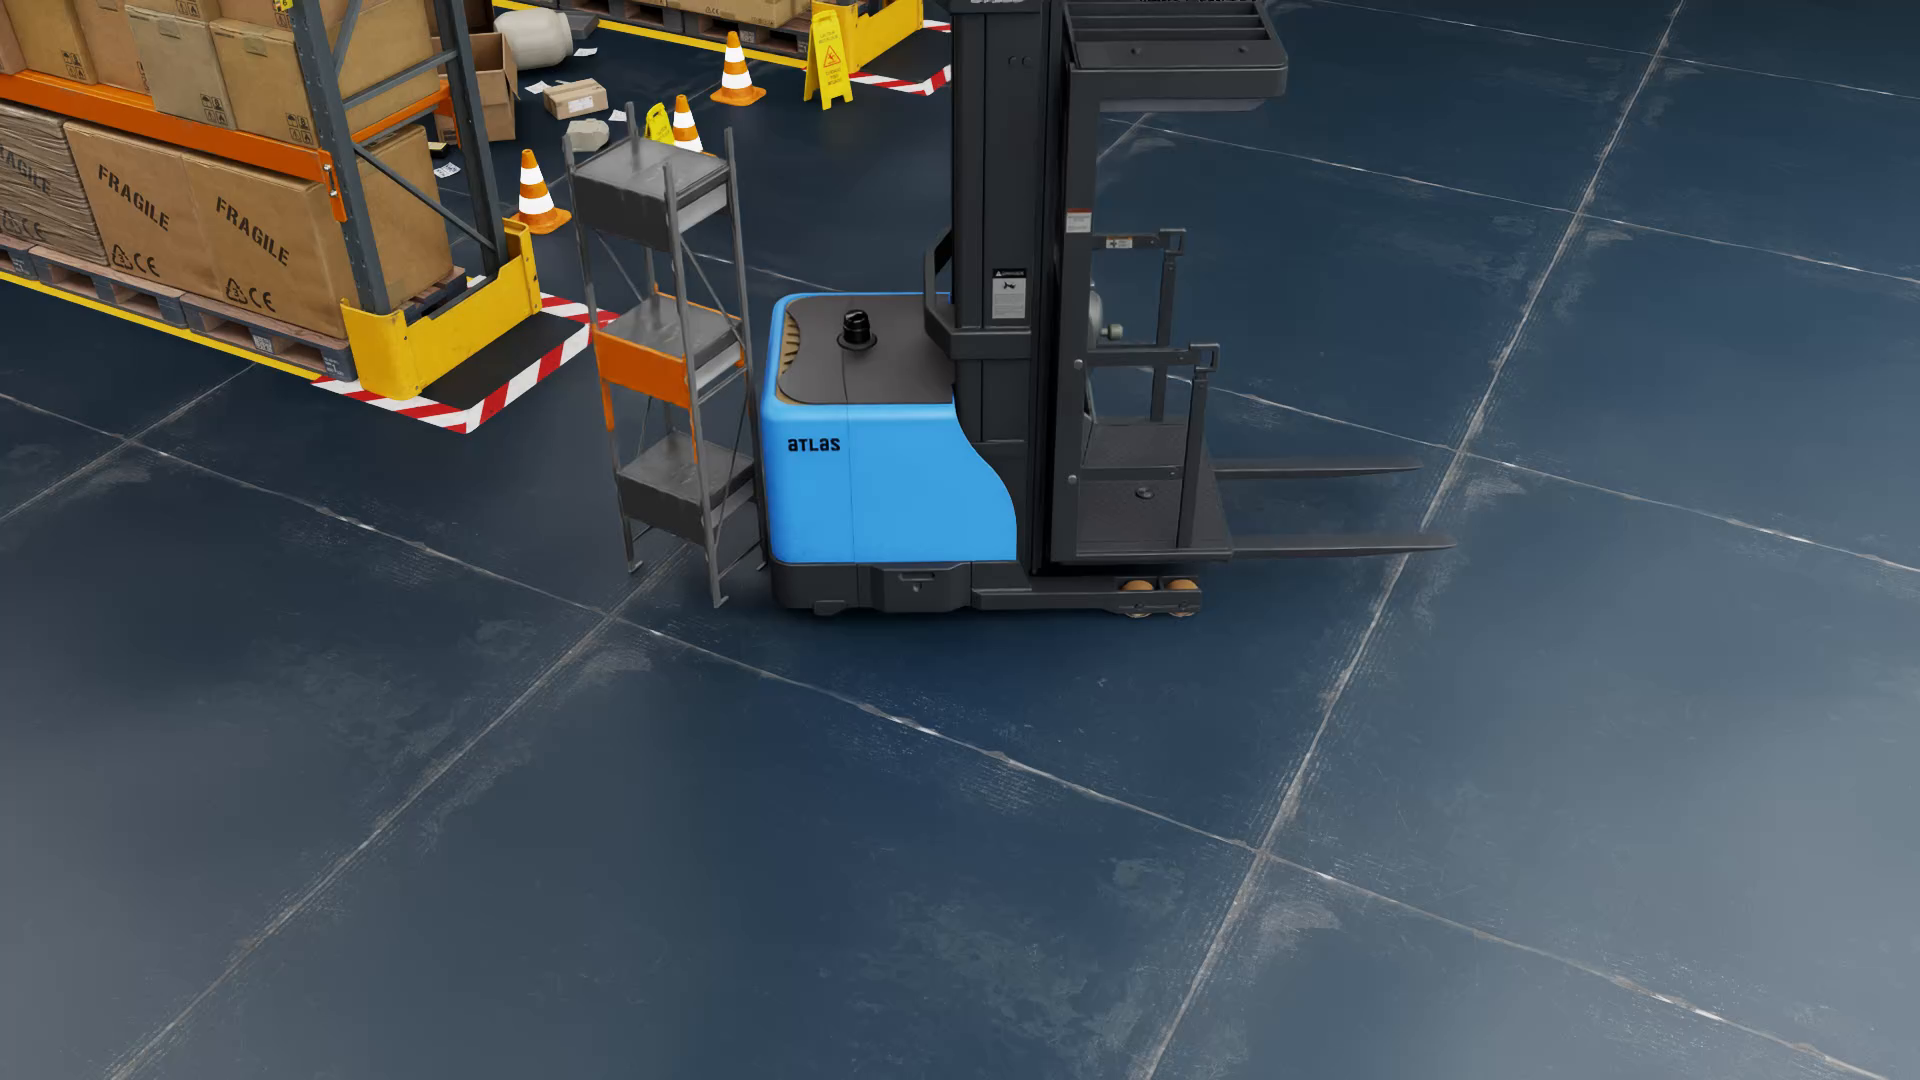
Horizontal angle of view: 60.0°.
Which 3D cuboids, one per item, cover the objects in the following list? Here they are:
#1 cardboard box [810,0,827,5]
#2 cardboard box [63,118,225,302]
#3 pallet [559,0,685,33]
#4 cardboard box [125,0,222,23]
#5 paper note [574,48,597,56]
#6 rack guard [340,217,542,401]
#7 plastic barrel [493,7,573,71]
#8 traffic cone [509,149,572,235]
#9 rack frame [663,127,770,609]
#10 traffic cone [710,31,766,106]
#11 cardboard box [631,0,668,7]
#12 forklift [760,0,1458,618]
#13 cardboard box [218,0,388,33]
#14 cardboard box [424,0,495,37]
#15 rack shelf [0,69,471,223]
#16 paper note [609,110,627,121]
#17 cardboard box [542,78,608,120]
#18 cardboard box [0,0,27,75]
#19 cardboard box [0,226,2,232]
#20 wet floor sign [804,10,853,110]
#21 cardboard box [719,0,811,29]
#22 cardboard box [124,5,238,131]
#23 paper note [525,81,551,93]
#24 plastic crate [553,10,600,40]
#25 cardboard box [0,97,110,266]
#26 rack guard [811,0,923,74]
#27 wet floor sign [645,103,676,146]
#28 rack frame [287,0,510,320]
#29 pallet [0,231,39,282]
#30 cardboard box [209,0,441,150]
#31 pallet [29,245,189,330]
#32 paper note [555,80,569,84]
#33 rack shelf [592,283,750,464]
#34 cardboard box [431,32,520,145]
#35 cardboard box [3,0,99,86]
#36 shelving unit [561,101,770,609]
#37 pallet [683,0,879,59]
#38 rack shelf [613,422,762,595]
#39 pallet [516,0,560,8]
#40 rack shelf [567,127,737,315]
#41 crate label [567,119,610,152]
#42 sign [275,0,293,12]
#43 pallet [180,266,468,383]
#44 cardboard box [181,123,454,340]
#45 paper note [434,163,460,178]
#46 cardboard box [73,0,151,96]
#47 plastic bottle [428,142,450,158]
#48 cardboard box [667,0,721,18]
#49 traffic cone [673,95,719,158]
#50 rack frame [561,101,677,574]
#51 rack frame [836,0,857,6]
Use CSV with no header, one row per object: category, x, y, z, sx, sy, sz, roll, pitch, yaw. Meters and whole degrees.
cardboard box,-1.208,-4.409,13.004,0.500,0.250,0.500,17,40,21
cardboard box,-4.220,-1.996,9.309,0.875,0.875,0.875,17,40,21
pallet,-2.471,-4.459,13.450,1.213,0.211,1.003,17,41,21
cardboard box,-3.648,-2.996,8.198,0.550,0.550,0.875,17,41,21
paper note,-2.837,-3.704,12.604,0.148,0.019,0.142,4,37,6
rack guard,-2.784,-1.276,9.018,0.348,0.500,1.175,17,41,21
plastic barrel,-3.149,-3.699,12.274,0.512,0.421,0.421,-14,39,-18
traffic cone,-2.624,-2.178,10.237,0.334,0.463,0.336,17,41,21
rack frame,-0.979,-0.636,6.851,0.015,2.100,0.400,20,42,24
traffic cone,-1.594,-3.381,11.821,0.334,0.463,0.336,17,41,21
cardboard box,-2.384,-4.407,13.002,0.500,0.250,0.500,16,40,20
forklift,0.681,-1.148,6.838,3.031,2.935,1.130,-1,37,-1
cardboard box,-3.117,-2.892,8.062,0.550,0.550,0.875,17,41,21
cardboard box,-3.845,-4.053,12.674,0.500,0.500,0.500,-14,39,-18
rack shelf,-4.582,-2.548,9.221,4.000,0.370,1.077,17,41,21
paper note,-2.374,-2.976,11.645,0.142,0.019,0.148,4,37,6
cardboard box,-2.711,-3.108,11.722,0.380,0.149,0.250,-21,42,-25
cardboard box,-5.100,-3.000,9.097,0.550,0.550,0.875,17,41,21
cardboard box,-5.831,-2.499,9.971,0.875,0.875,0.875,18,41,22
wet floor sign,-0.942,-3.399,11.694,0.267,0.644,0.232,-29,46,-33
cardboard box,-1.482,-4.123,12.628,0.500,0.250,0.500,17,40,21
cardboard box,-3.654,-2.558,8.515,0.550,0.550,0.875,17,41,21
paper note,-3.059,-3.288,12.066,0.148,0.019,0.142,-29,46,-33
plastic crate,-3.154,-4.037,13.002,0.583,0.080,0.402,4,37,6
cardboard box,-5.029,-2.251,9.644,0.875,0.875,0.875,18,41,22
rack guard,-0.686,-3.990,12.592,0.348,0.500,1.175,17,41,21
wet floor sign,-1.869,-2.396,10.372,0.232,0.644,0.267,11,38,14
rack frame,-2.806,-2.278,8.271,0.127,3.000,1.000,17,41,21
pallet,-5.718,-2.026,10.245,1.213,0.211,1.003,17,41,21
cardboard box,-3.156,-2.417,8.329,0.550,0.550,0.875,17,41,21
pallet,-4.631,-1.688,9.799,1.213,0.211,1.003,17,41,21
paper note,-2.901,-3.344,12.147,0.123,0.001,0.032,17,41,21
rack shelf,-1.188,-0.701,6.960,0.480,0.518,0.431,20,42,24
cardboard box,-3.343,-3.099,11.416,0.637,0.503,0.797,-8,38,-10
cardboard box,-4.584,-2.907,8.974,0.500,0.550,0.875,17,41,21
shelving unit,-1.188,-0.712,6.951,0.503,2.100,0.431,20,42,24
pallet,-1.391,-4.119,13.002,1.213,0.211,1.003,17,41,21
rack shelf,-1.188,-0.144,7.383,0.480,0.518,0.431,20,42,24
pallet,-3.558,-4.798,13.896,1.213,0.211,1.003,17,41,21
rack shelf,-1.188,-1.259,6.536,0.480,0.518,0.431,20,42,24
crate label,-2.529,-2.746,11.254,0.298,0.136,0.250,-2,37,-2
sign,-3.067,-2.546,7.470,0.005,0.325,0.100,17,41,21
pallet,-3.552,-1.348,9.351,1.213,0.211,1.003,17,41,21
cardboard box,-3.438,-1.752,8.988,0.875,0.875,0.875,18,41,22
paper note,-3.380,-2.431,10.929,0.144,0.017,0.142,-29,46,-33
cardboard box,-4.094,-2.781,8.809,0.550,0.550,0.875,17,41,21
plastic bottle,-3.578,-2.617,11.148,0.283,0.061,0.133,4,37,6
cardboard box,-1.917,-4.265,12.814,0.500,0.250,0.500,18,41,22
traffic cone,-1.803,-2.690,10.911,0.334,0.463,0.336,17,41,21
rack frame,-1.397,-0.788,7.052,0.015,2.100,0.400,20,42,24
rack frame,-0.619,-4.964,11.809,0.127,3.000,1.000,17,41,21
